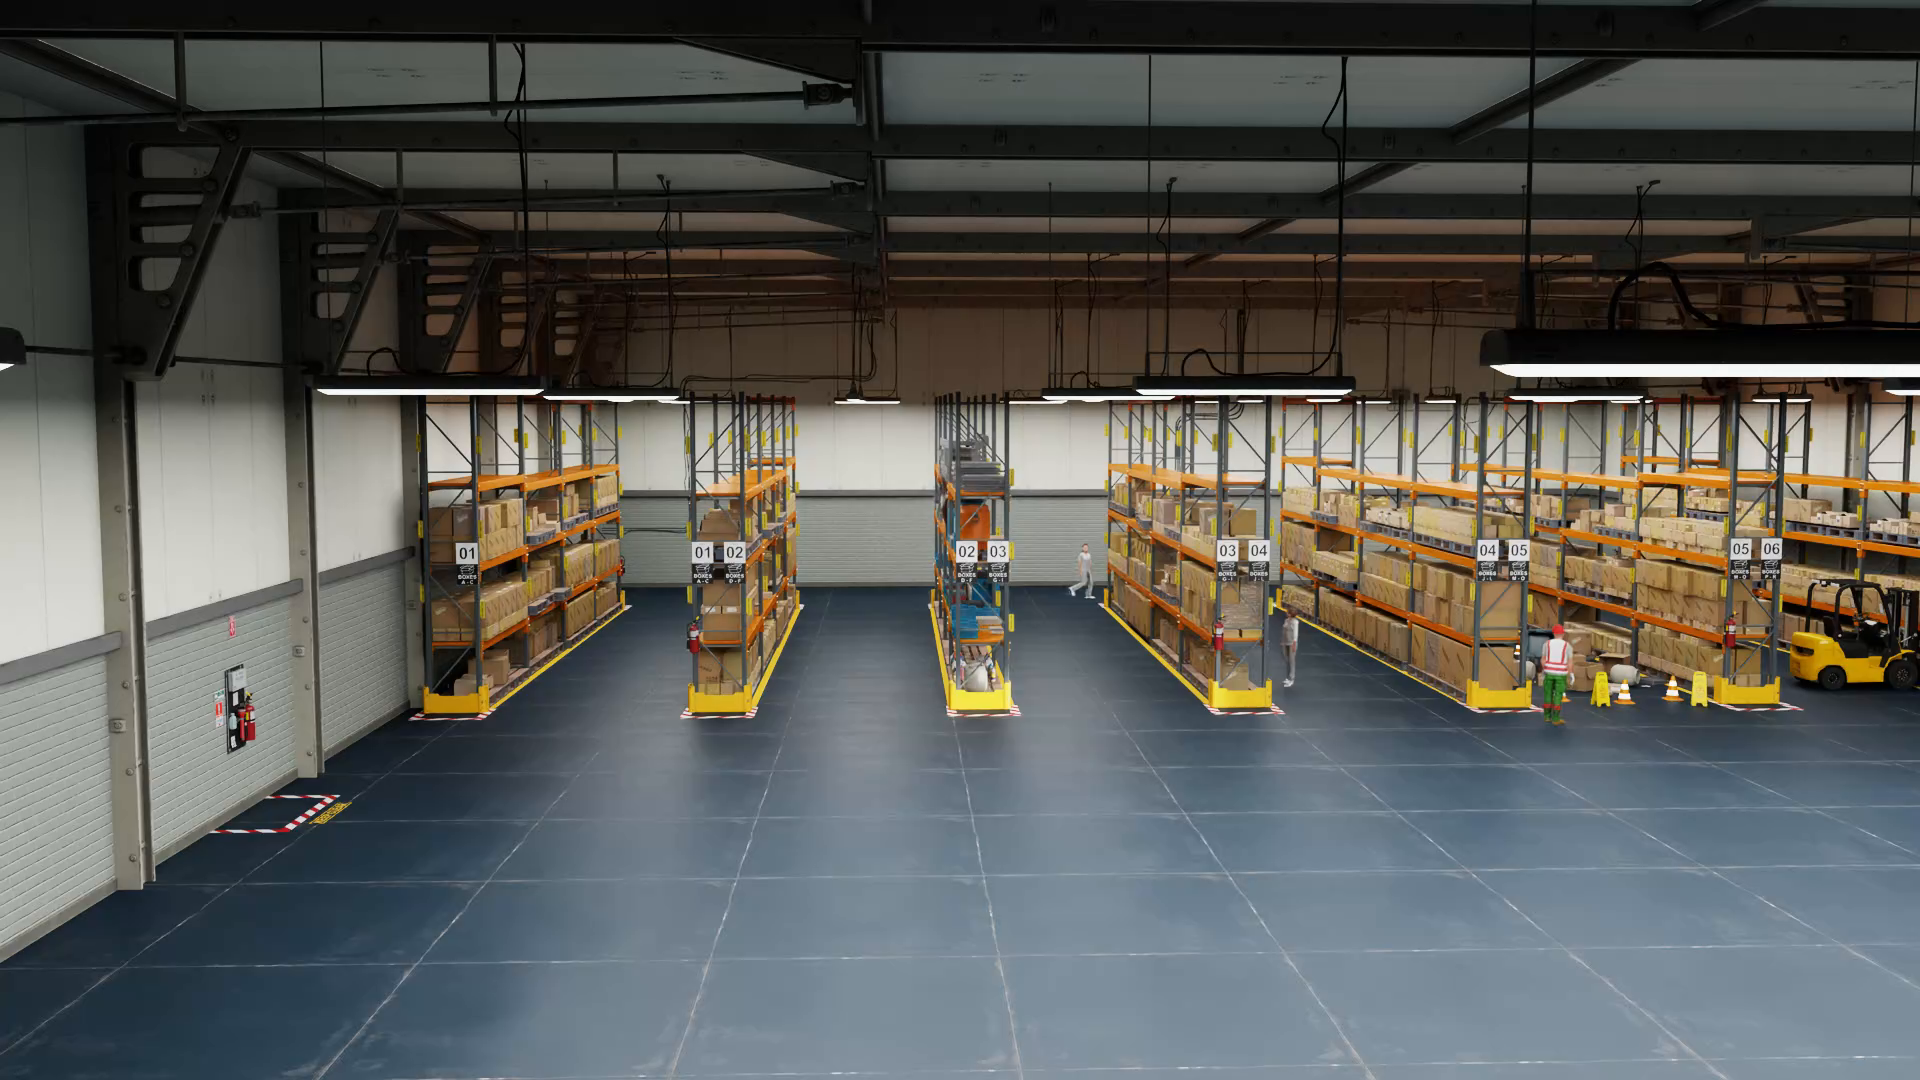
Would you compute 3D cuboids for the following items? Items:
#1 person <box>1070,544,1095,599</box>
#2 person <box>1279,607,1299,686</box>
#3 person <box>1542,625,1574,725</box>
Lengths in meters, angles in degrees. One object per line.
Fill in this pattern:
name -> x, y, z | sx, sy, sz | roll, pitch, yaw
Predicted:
person -> 3.677, 0.928, 49.561 | 0.714, 1.642, 0.480 | 3, 5, 32
person -> 6.777, 2.185, 34.282 | 0.487, 1.614, 0.430 | -4, 6, -43
person -> 10.798, 2.427, 30.011 | 0.589, 1.812, 0.438 | 4, 6, 37
